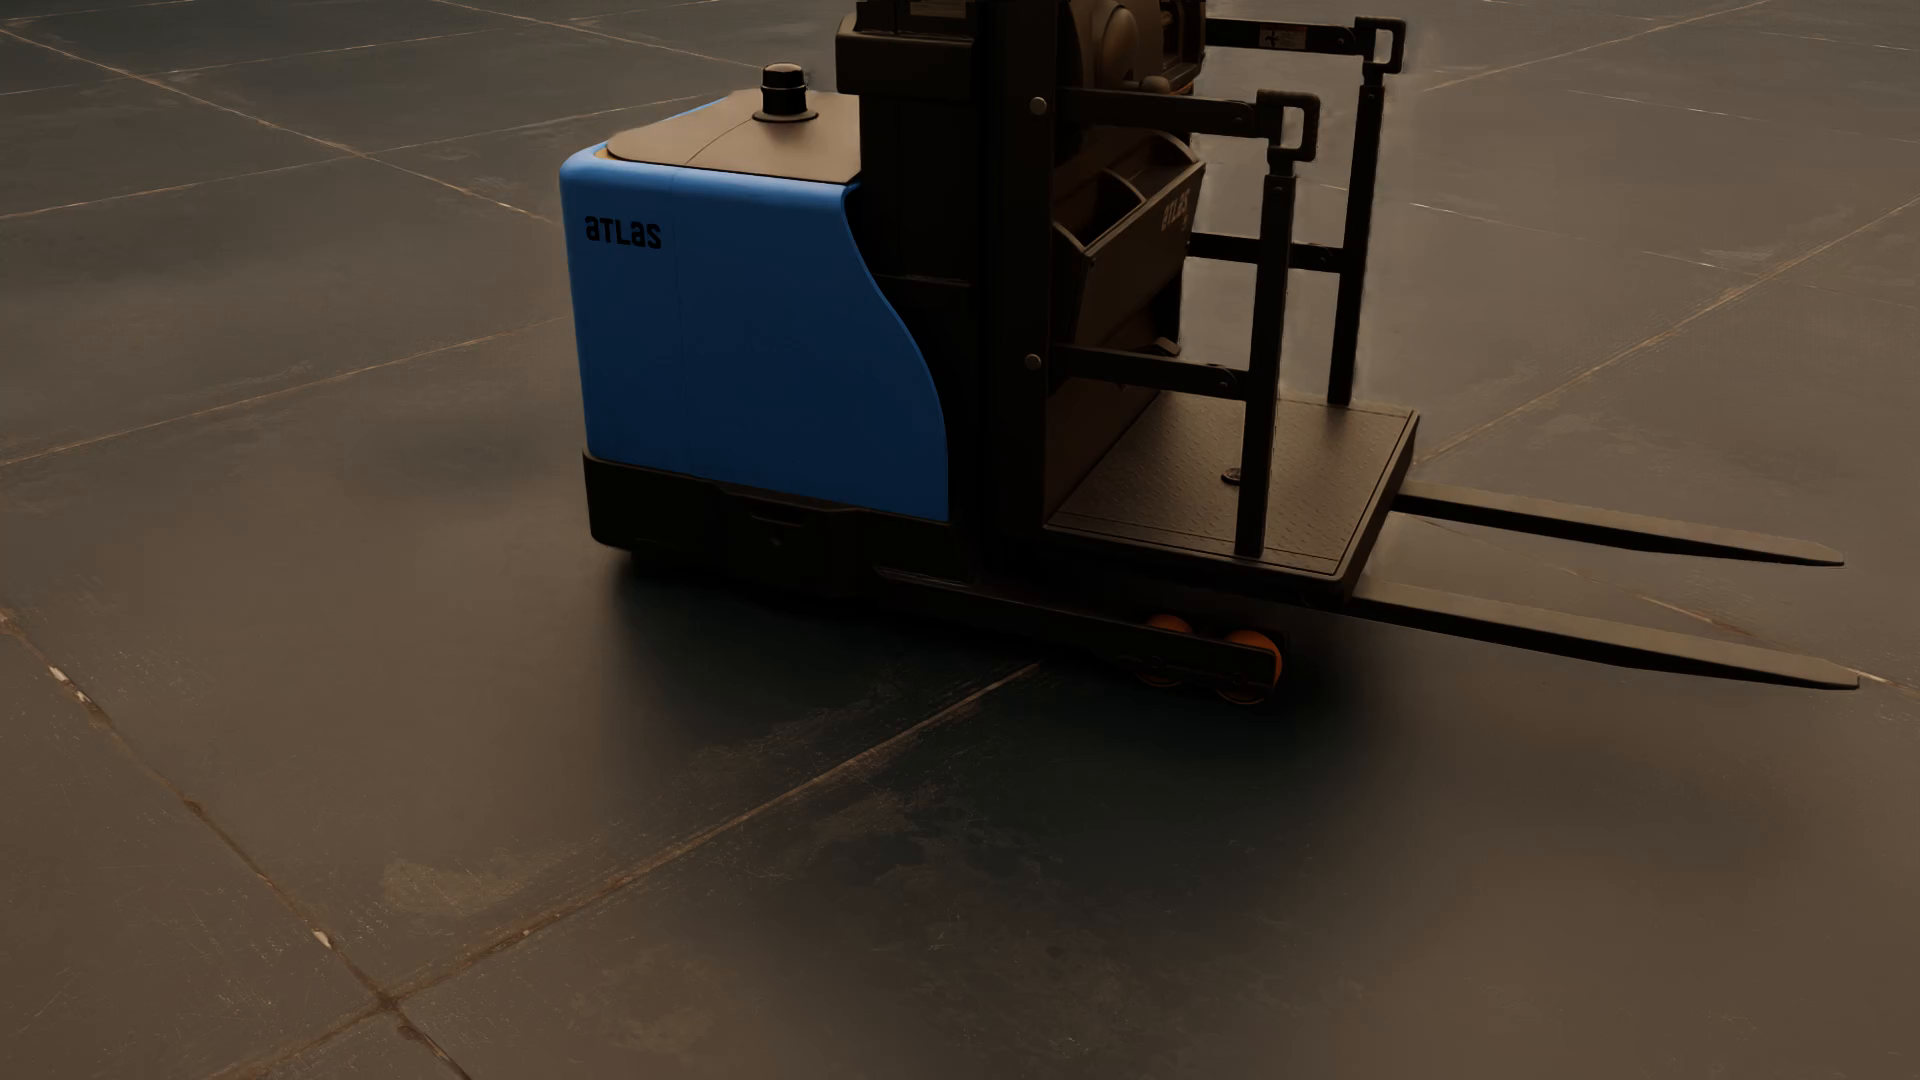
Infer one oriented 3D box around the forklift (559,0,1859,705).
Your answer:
[{"bbox_3d":[0.583,-1.207,3.675,3.031,2.935,1.130,11,28,20],"label":"forklift"}]
